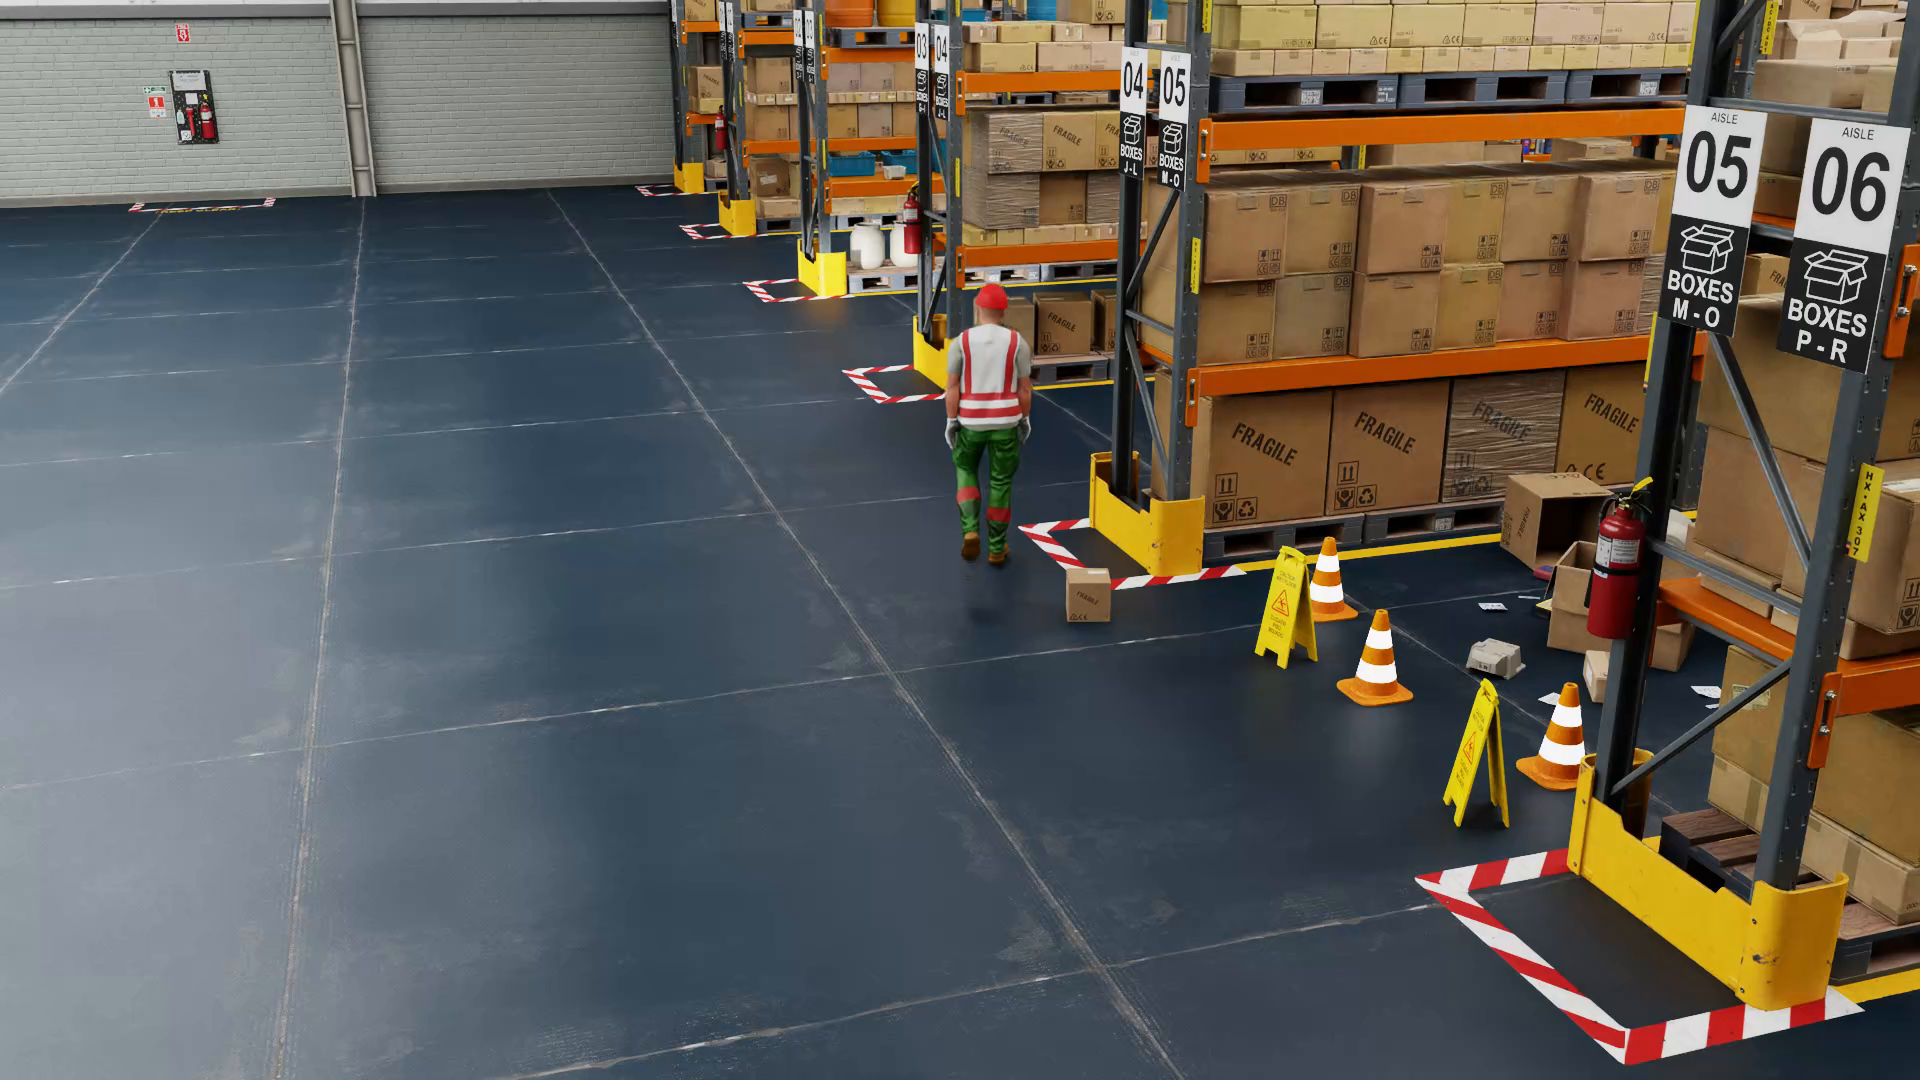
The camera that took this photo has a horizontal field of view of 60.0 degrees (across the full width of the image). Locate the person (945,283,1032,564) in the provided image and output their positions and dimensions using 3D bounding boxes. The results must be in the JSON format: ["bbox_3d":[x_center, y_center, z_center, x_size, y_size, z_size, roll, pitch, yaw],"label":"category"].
[{"bbox_3d":[0.182,-0.737,10.636,0.547,1.804,0.430,1,19,3],"label":"person"}]
